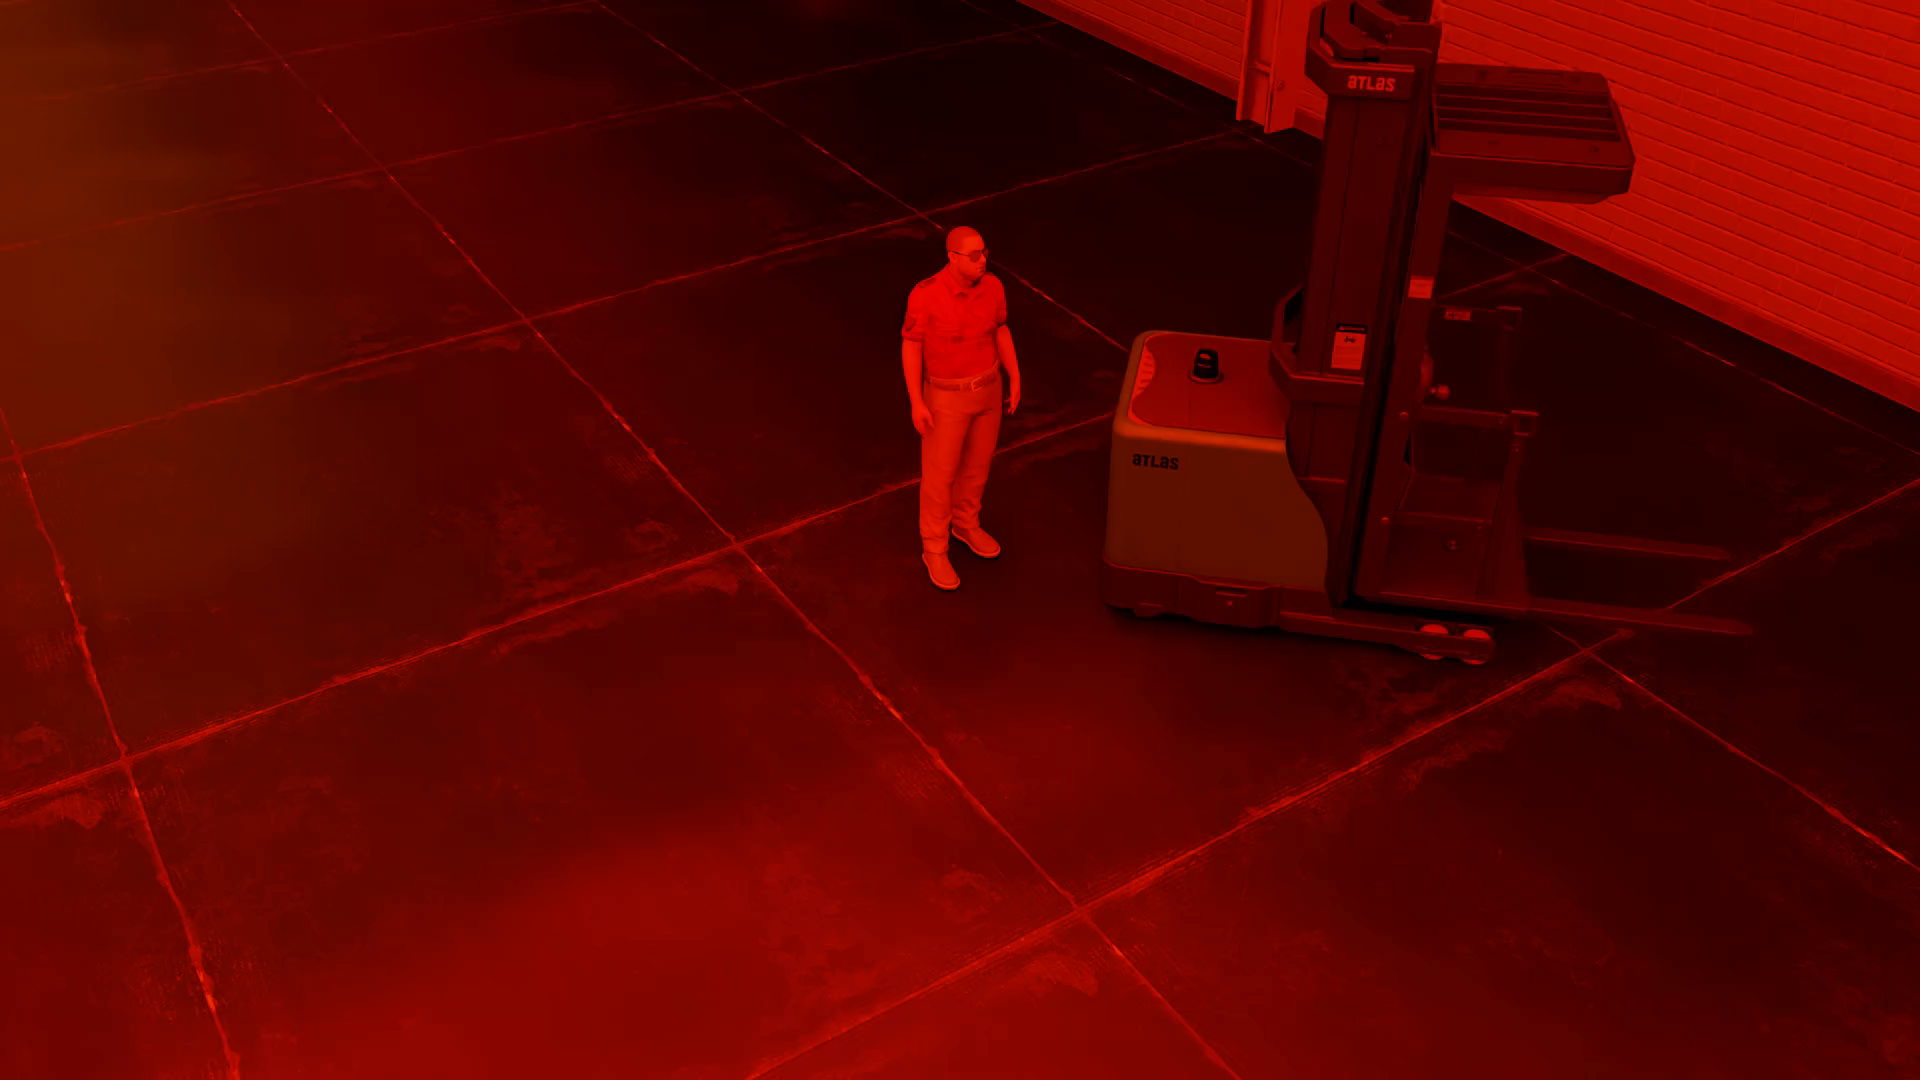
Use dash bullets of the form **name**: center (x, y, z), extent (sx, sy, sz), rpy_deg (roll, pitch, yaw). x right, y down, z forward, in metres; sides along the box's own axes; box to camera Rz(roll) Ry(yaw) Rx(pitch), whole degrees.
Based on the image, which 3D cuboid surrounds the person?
- **person**: center (0.052, -0.667, 8.130), extent (0.661, 1.726, 0.535), rpy_deg (-21, 40, -27)

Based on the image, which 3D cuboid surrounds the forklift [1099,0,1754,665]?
- **forklift**: center (2.256, -0.945, 7.493), extent (3.031, 2.935, 1.130), rpy_deg (7, 36, 9)
